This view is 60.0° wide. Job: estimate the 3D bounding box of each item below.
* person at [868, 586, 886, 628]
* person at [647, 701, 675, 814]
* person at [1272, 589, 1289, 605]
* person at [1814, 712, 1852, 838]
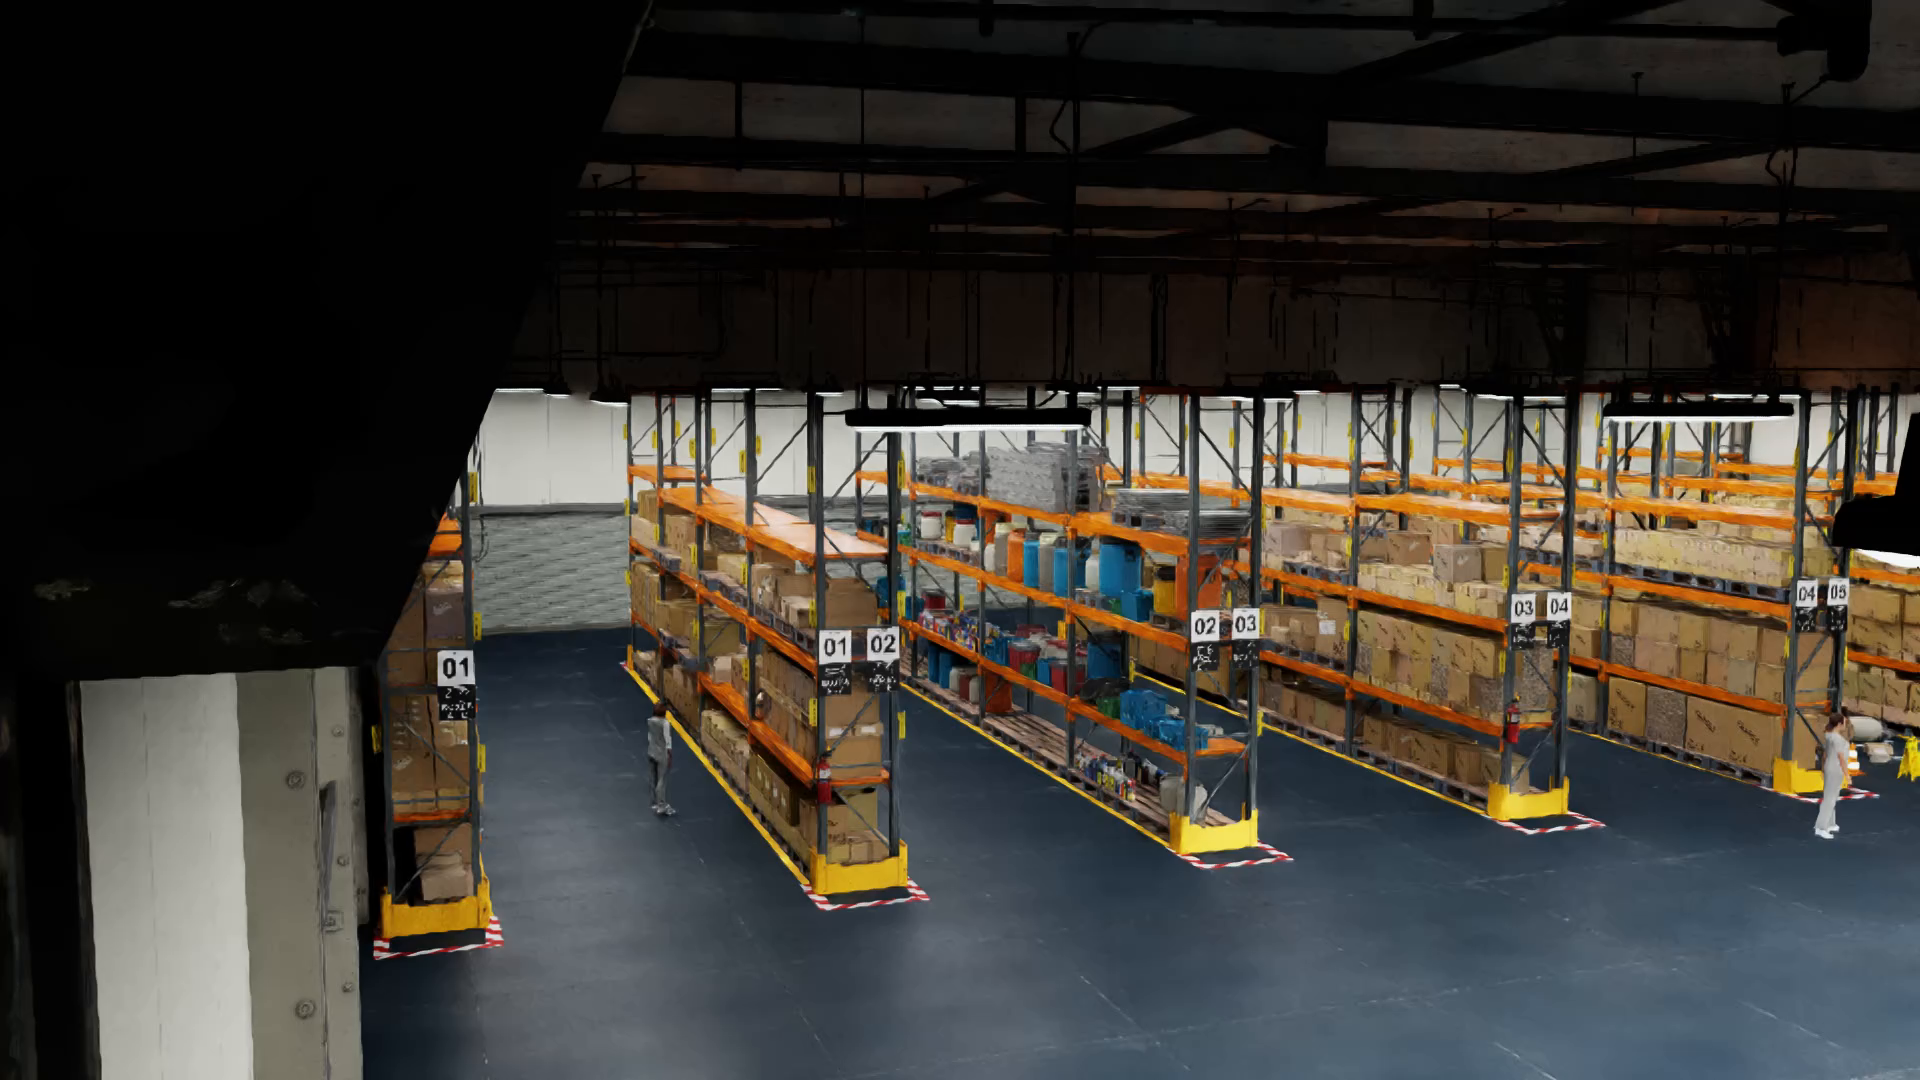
[{"bbox_3d":[-1.882,1.817,35.581,0.616,1.713,0.977,0,6,1],"label":"person"},{"bbox_3d":[-4.255,3.079,23.701,0.469,1.602,0.399,5,8,39],"label":"person"},{"bbox_3d":[8.314,1.031,43.163,0.555,1.718,0.701,5,8,42],"label":"person"},{"bbox_3d":[11.832,3.174,22.552,0.434,1.671,0.647,1,6,12],"label":"person"}]
